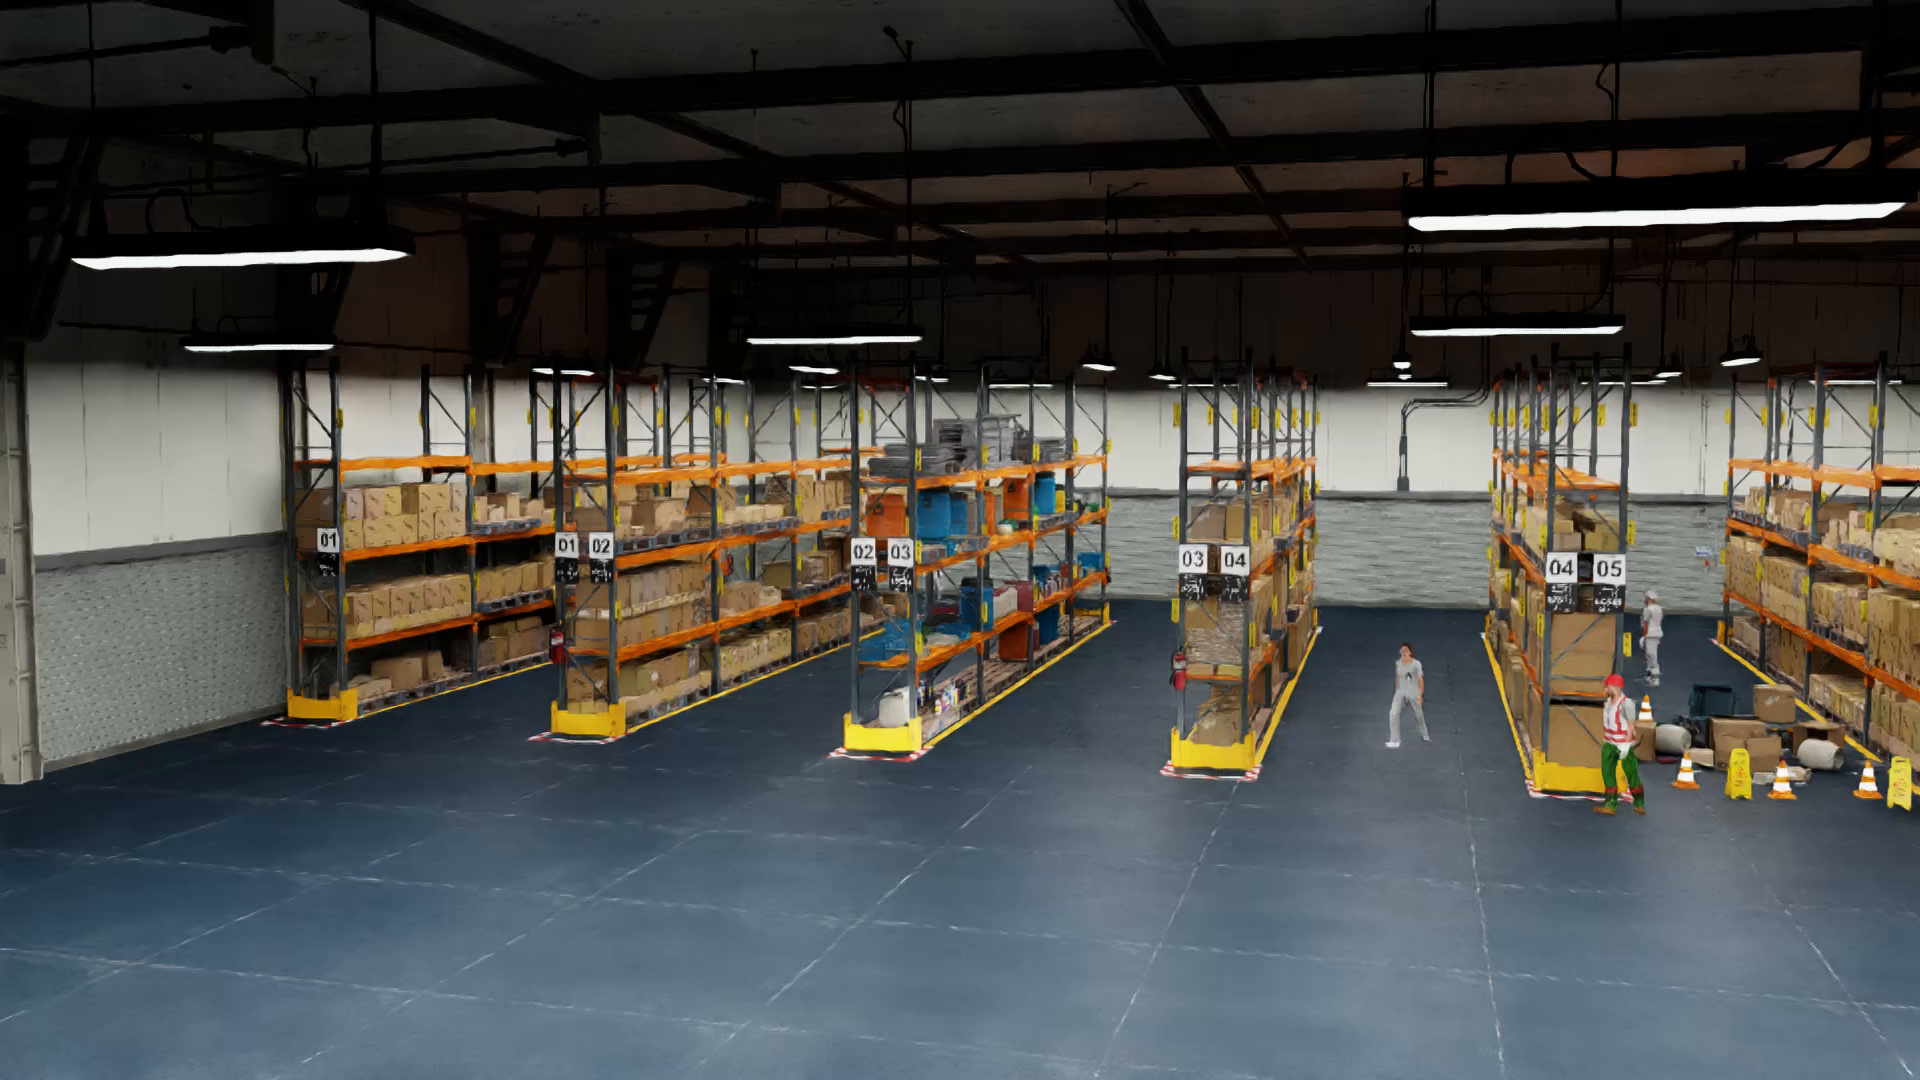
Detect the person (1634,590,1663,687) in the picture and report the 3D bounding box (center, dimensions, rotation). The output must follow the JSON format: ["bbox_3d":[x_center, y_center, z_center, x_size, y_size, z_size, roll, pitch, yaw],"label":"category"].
[{"bbox_3d":[12.831,1.821,30.971,0.577,1.785,0.655,4,6,45],"label":"person"}]

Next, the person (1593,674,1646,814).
[{"bbox_3d":[8.352,2.580,21.018,0.620,1.784,0.566,-1,4,-20],"label":"person"}]

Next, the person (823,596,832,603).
[{"bbox_3d":[-3.397,1.059,42.372,0.489,1.657,0.669,1,4,7],"label":"person"}]

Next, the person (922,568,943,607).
[{"bbox_3d":[-0.729,0.981,43.721,0.638,1.615,0.774,0,4,-5],"label":"person"}]

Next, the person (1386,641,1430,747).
[{"bbox_3d":[6.852,2.338,25.331,0.486,1.610,0.954,3,5,36],"label":"person"}]
